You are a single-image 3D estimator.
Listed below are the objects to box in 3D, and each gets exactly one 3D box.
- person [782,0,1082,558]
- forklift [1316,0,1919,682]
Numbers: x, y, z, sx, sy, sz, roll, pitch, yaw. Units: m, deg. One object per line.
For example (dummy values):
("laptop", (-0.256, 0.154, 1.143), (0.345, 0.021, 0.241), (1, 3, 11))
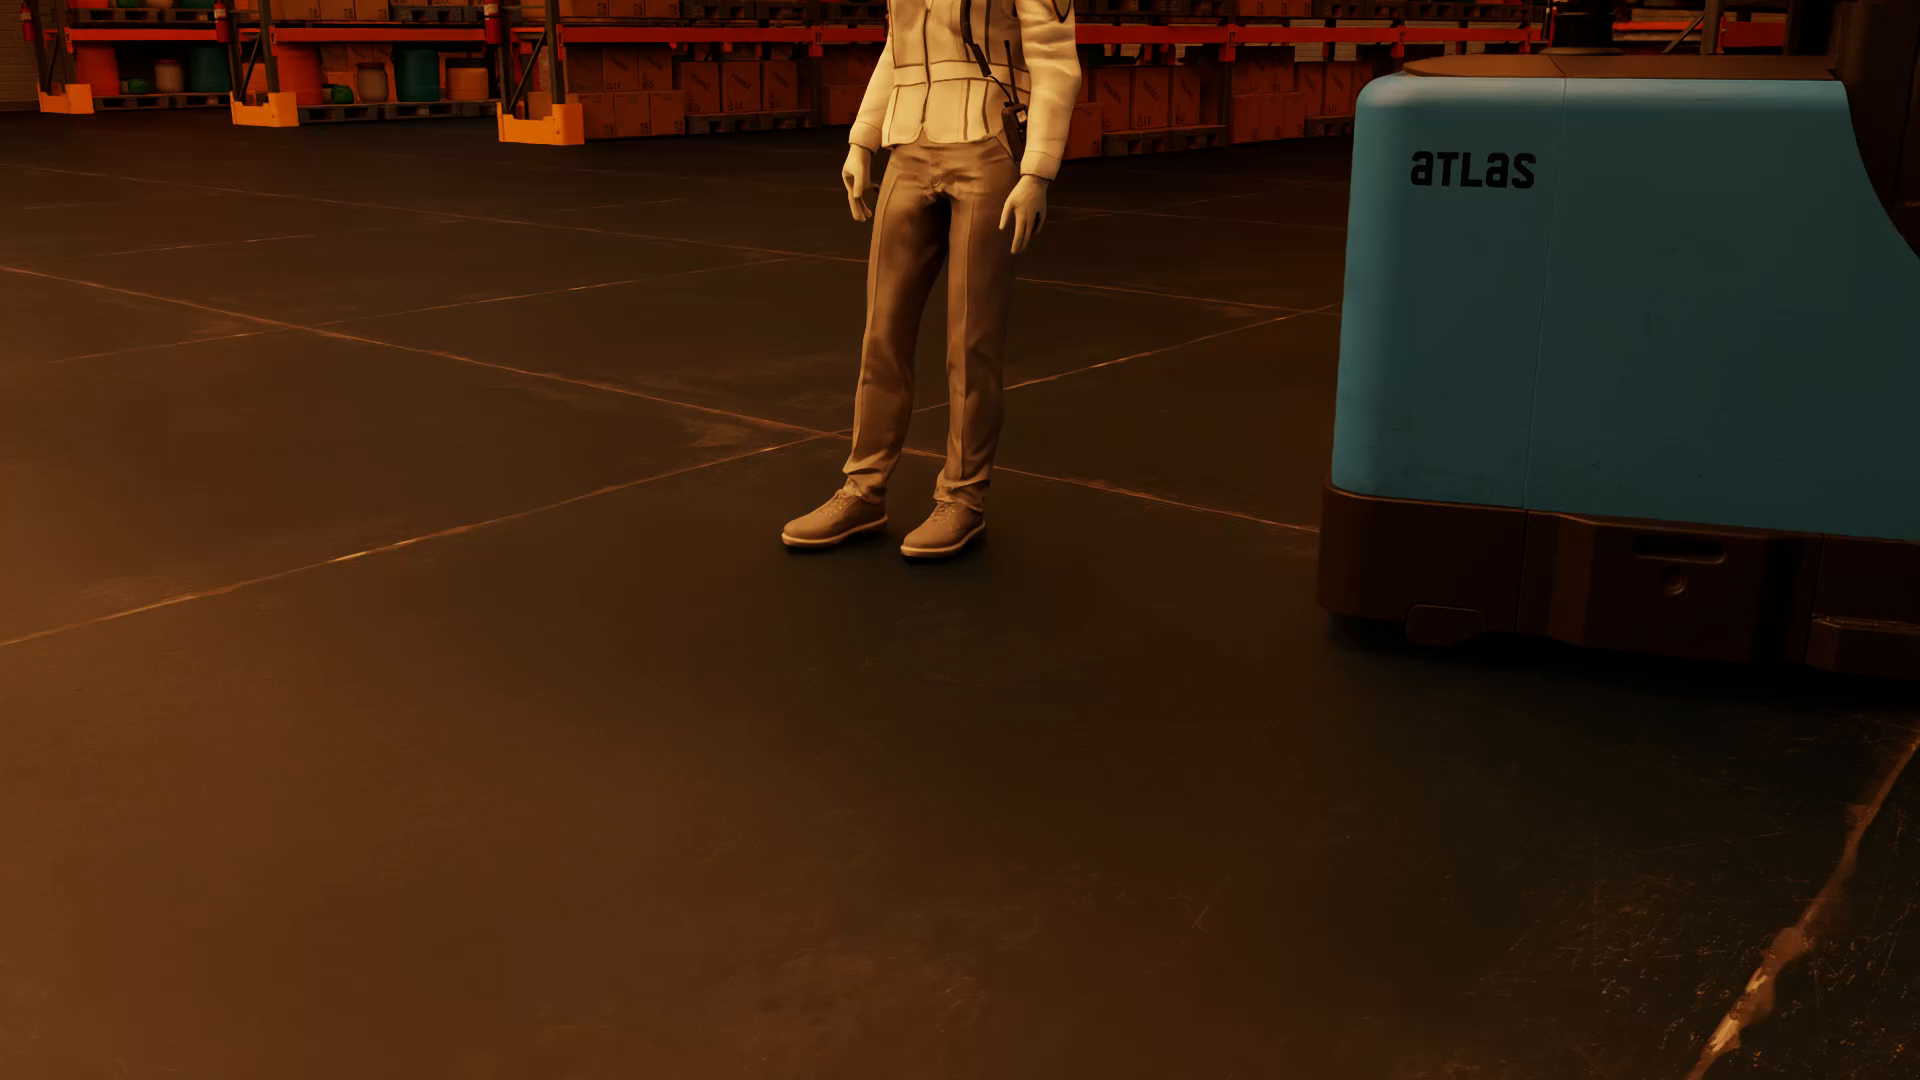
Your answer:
("person", (-0.049, -0.803, 3.647), (0.587, 1.694, 0.529), (13, 21, 37))
("forklift", (2.282, -1.196, 2.836), (3.031, 2.935, 1.130), (6, 18, 18))
